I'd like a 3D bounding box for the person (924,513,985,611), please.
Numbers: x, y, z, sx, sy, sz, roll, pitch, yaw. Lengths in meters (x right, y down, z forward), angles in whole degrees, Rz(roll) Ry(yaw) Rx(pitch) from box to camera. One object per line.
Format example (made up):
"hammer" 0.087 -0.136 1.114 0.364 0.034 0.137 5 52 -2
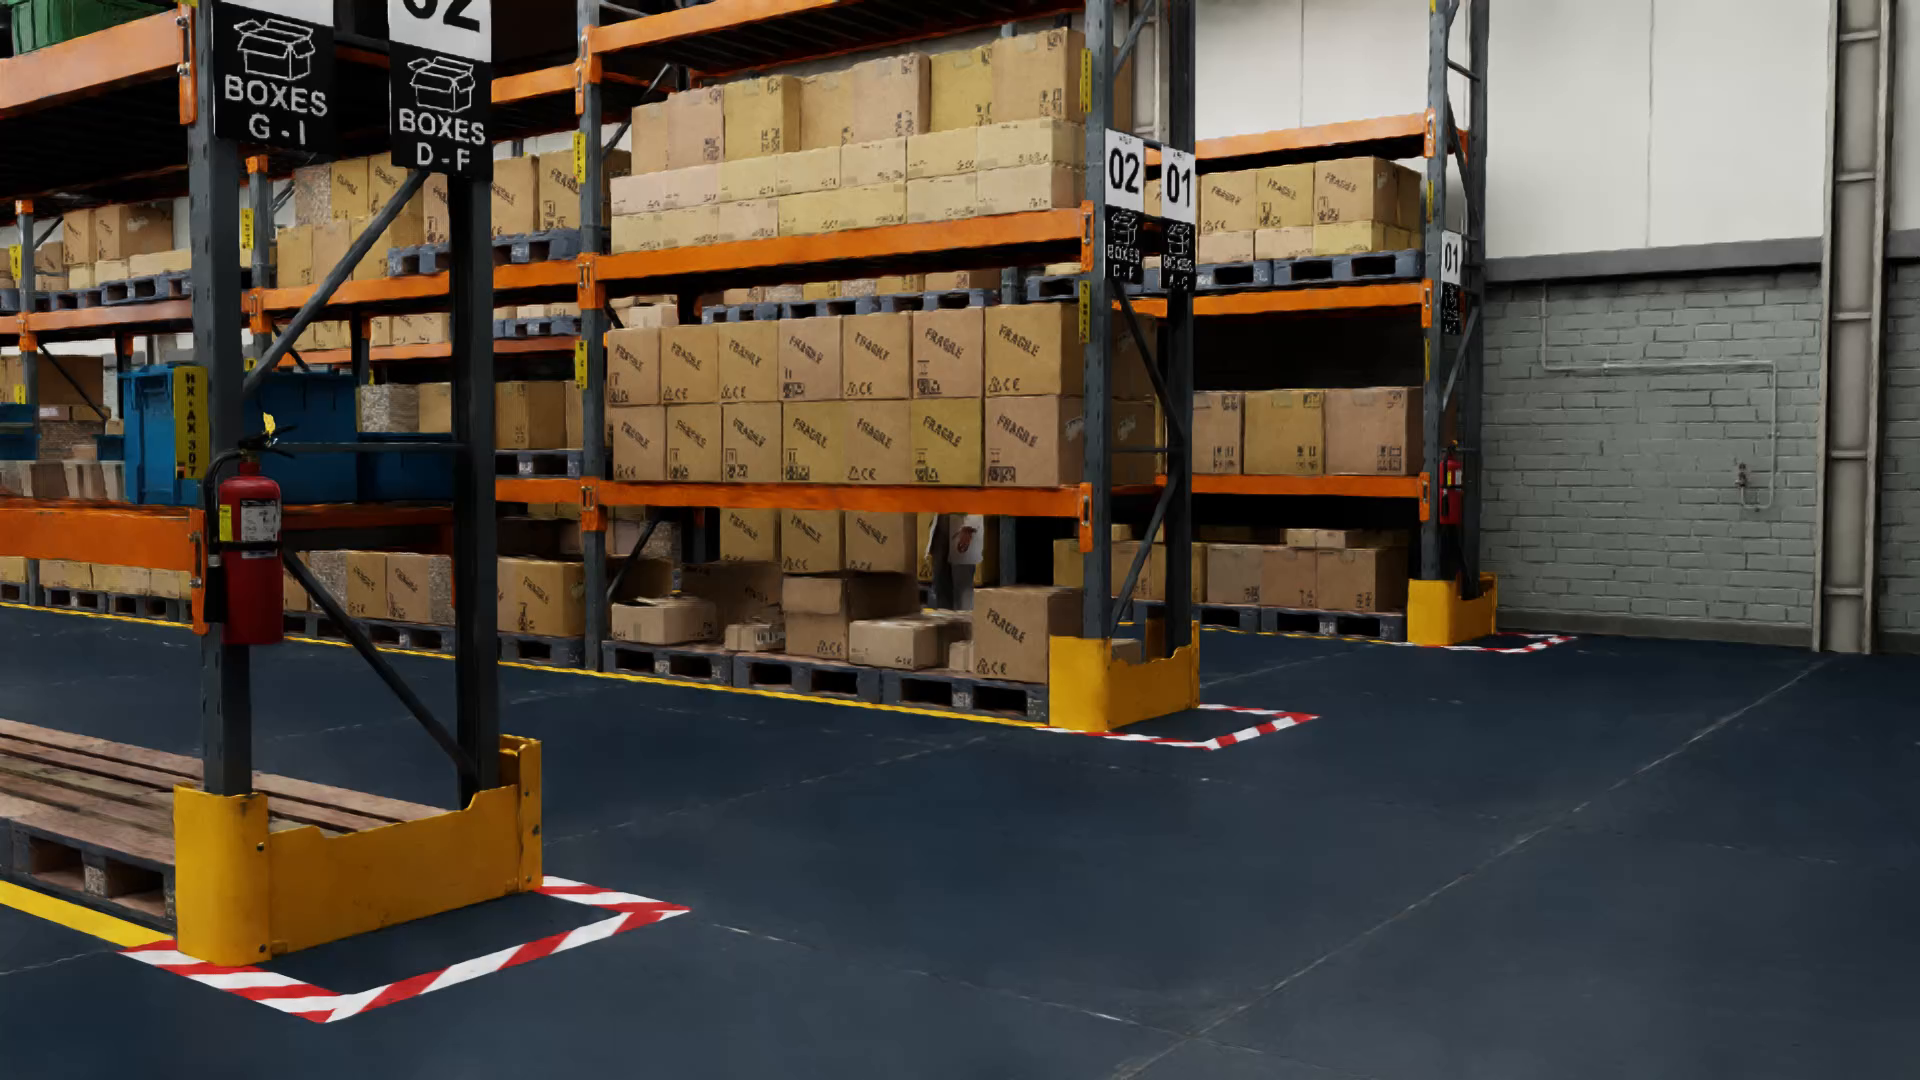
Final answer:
"person" -0.040 -0.061 12.281 0.501 1.779 0.706 -3 4 -44
